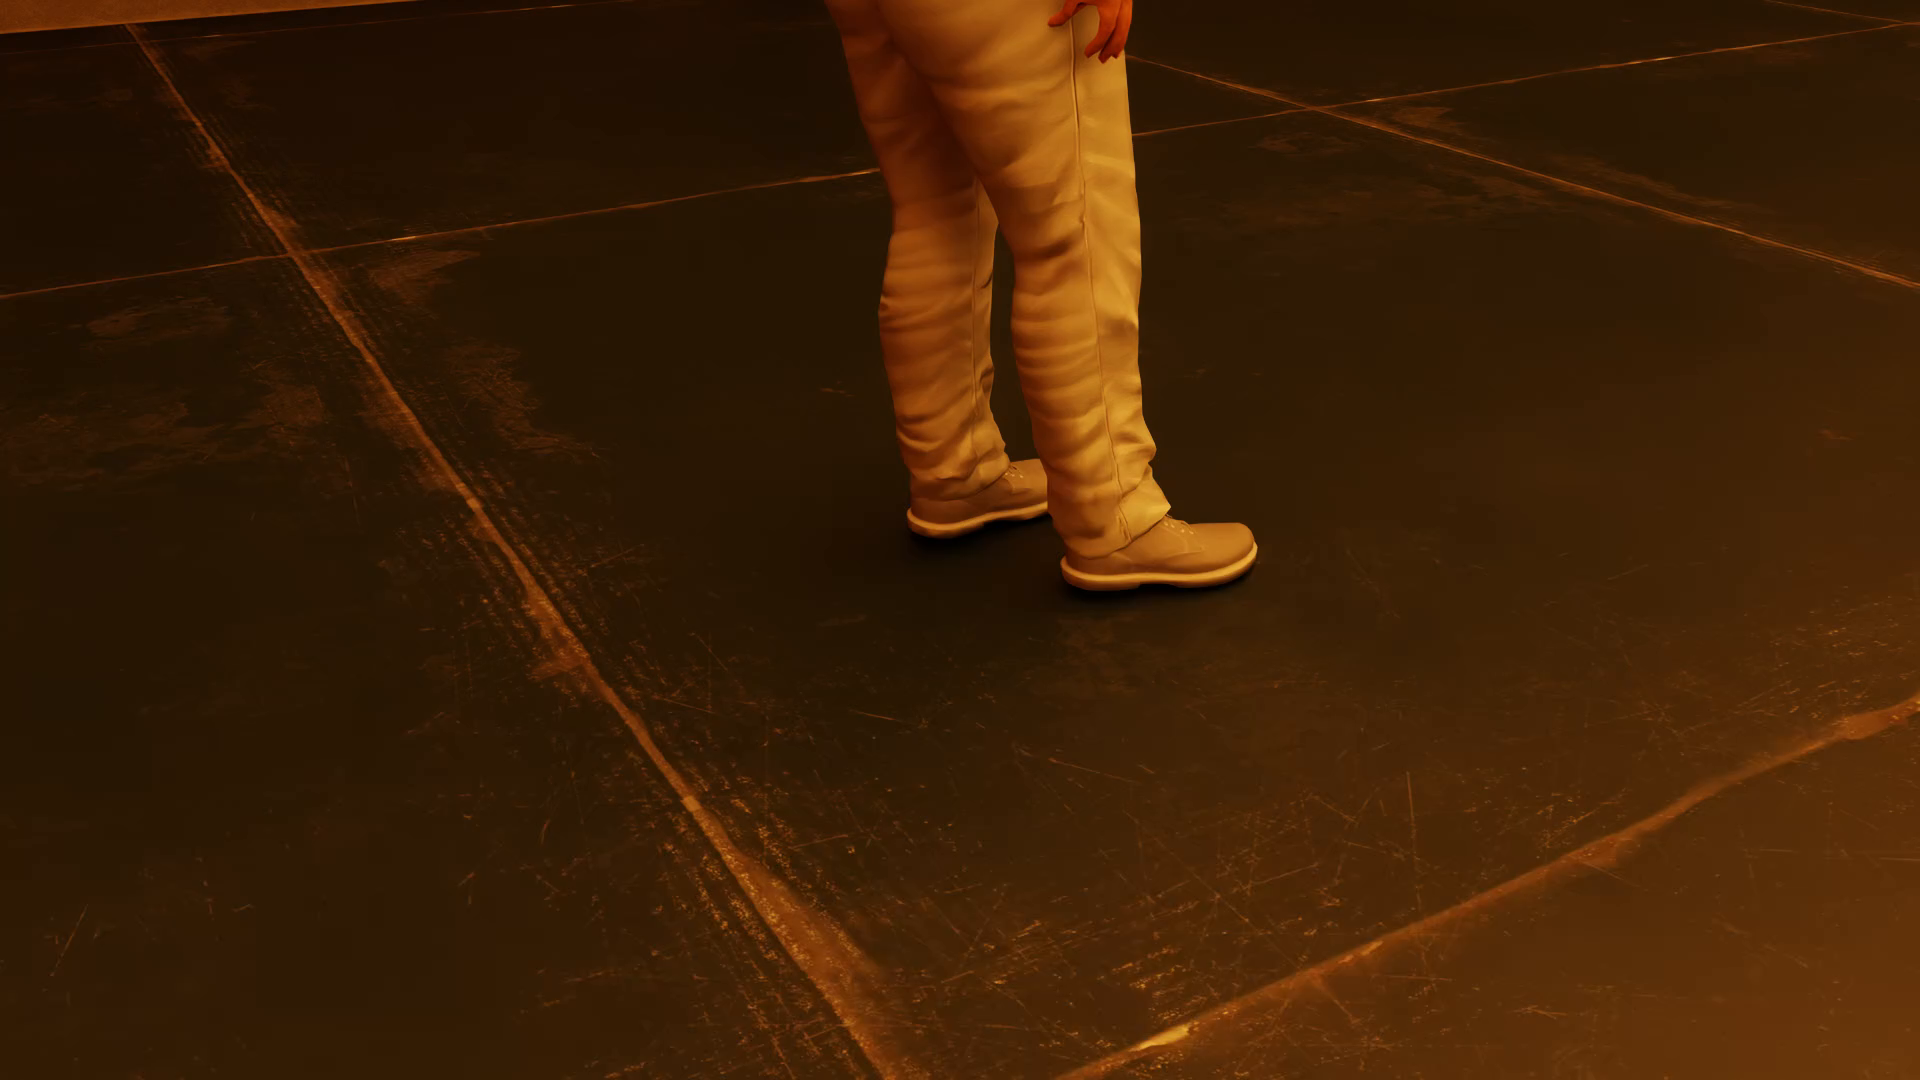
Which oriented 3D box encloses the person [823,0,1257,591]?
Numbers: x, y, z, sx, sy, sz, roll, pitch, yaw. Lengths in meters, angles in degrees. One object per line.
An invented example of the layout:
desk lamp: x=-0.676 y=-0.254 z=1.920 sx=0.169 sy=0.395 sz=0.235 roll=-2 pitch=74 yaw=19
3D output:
person: x=0.078 y=-0.758 z=2.136 sx=0.529 sy=1.670 sz=0.598 roll=-15 pitch=30 yaw=-26
